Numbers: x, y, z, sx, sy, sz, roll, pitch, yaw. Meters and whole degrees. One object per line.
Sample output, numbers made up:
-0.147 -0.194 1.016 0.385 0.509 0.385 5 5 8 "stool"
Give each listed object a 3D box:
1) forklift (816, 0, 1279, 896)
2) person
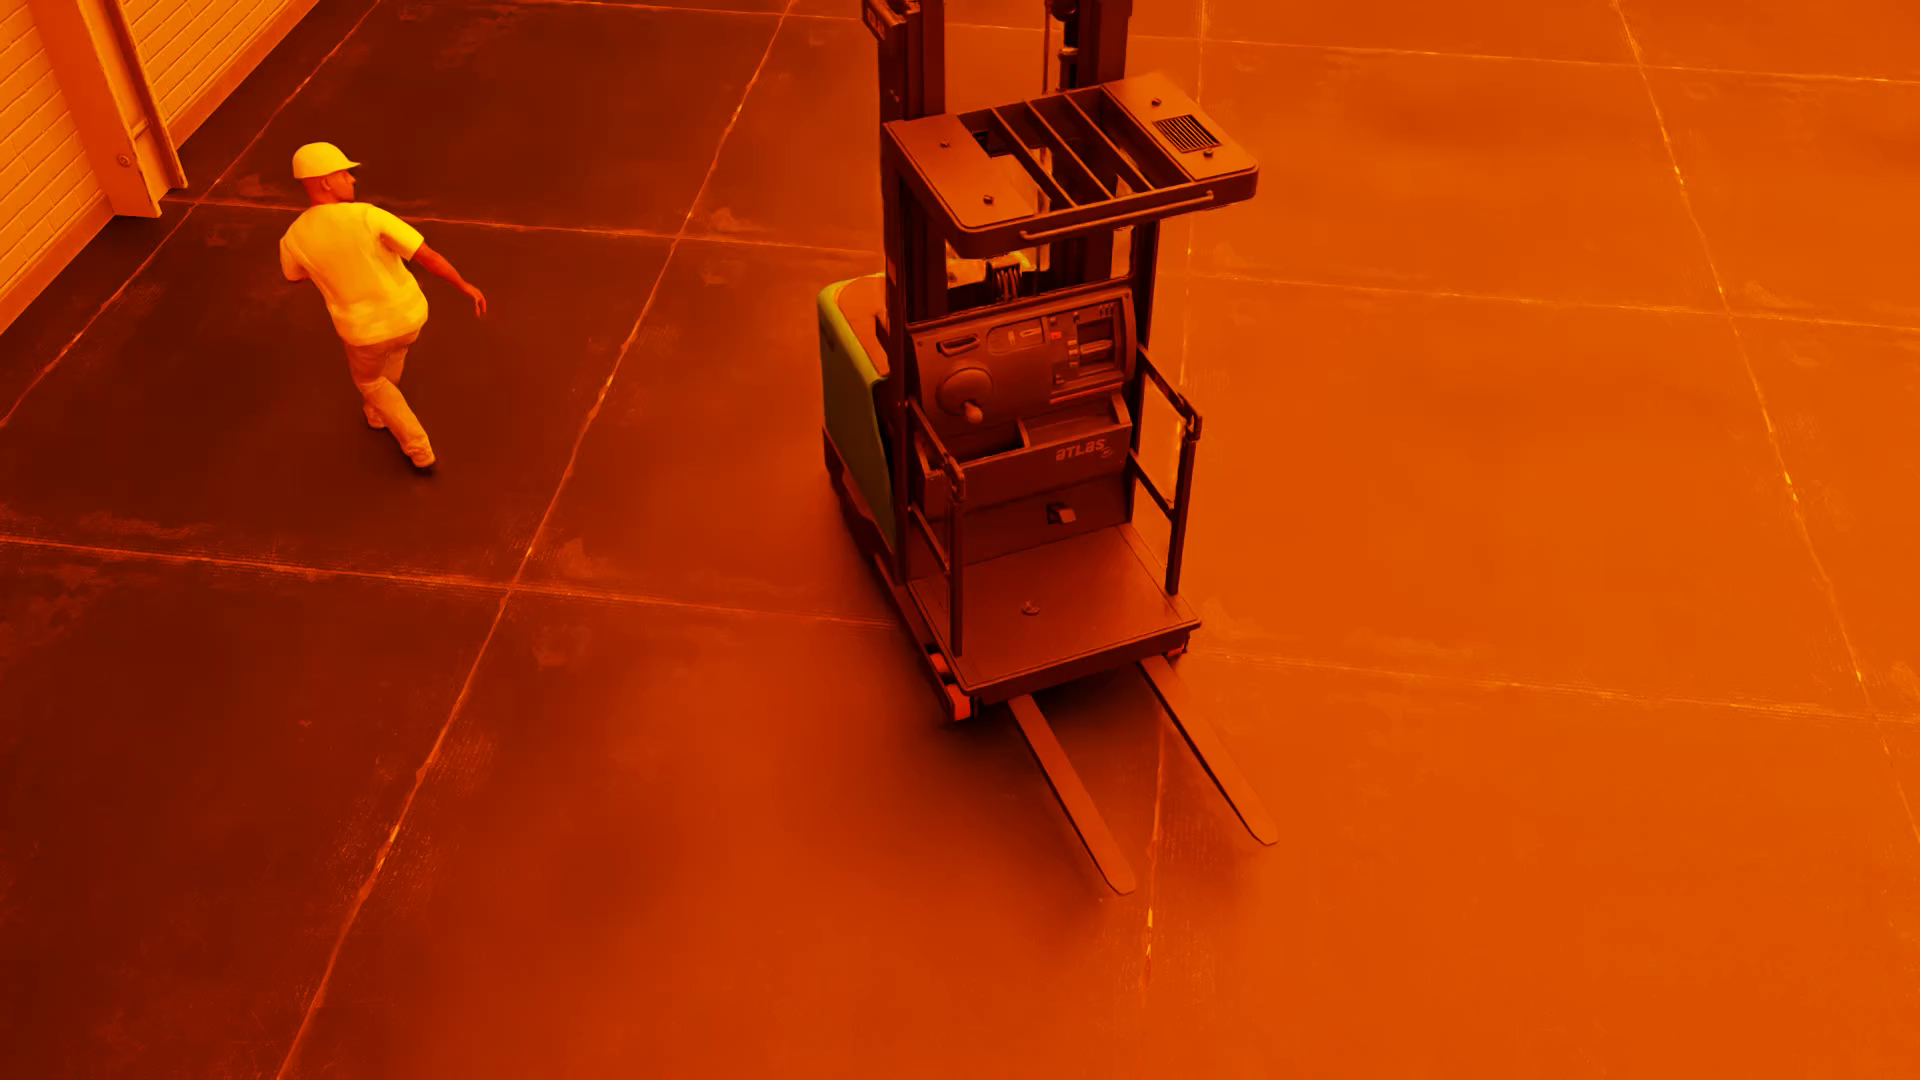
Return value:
0.345 -0.639 6.420 1.130 2.935 3.031 -15 45 -16 "forklift"
-2.757 -1.181 7.994 0.850 1.632 0.831 -16 45 -17 "person"
